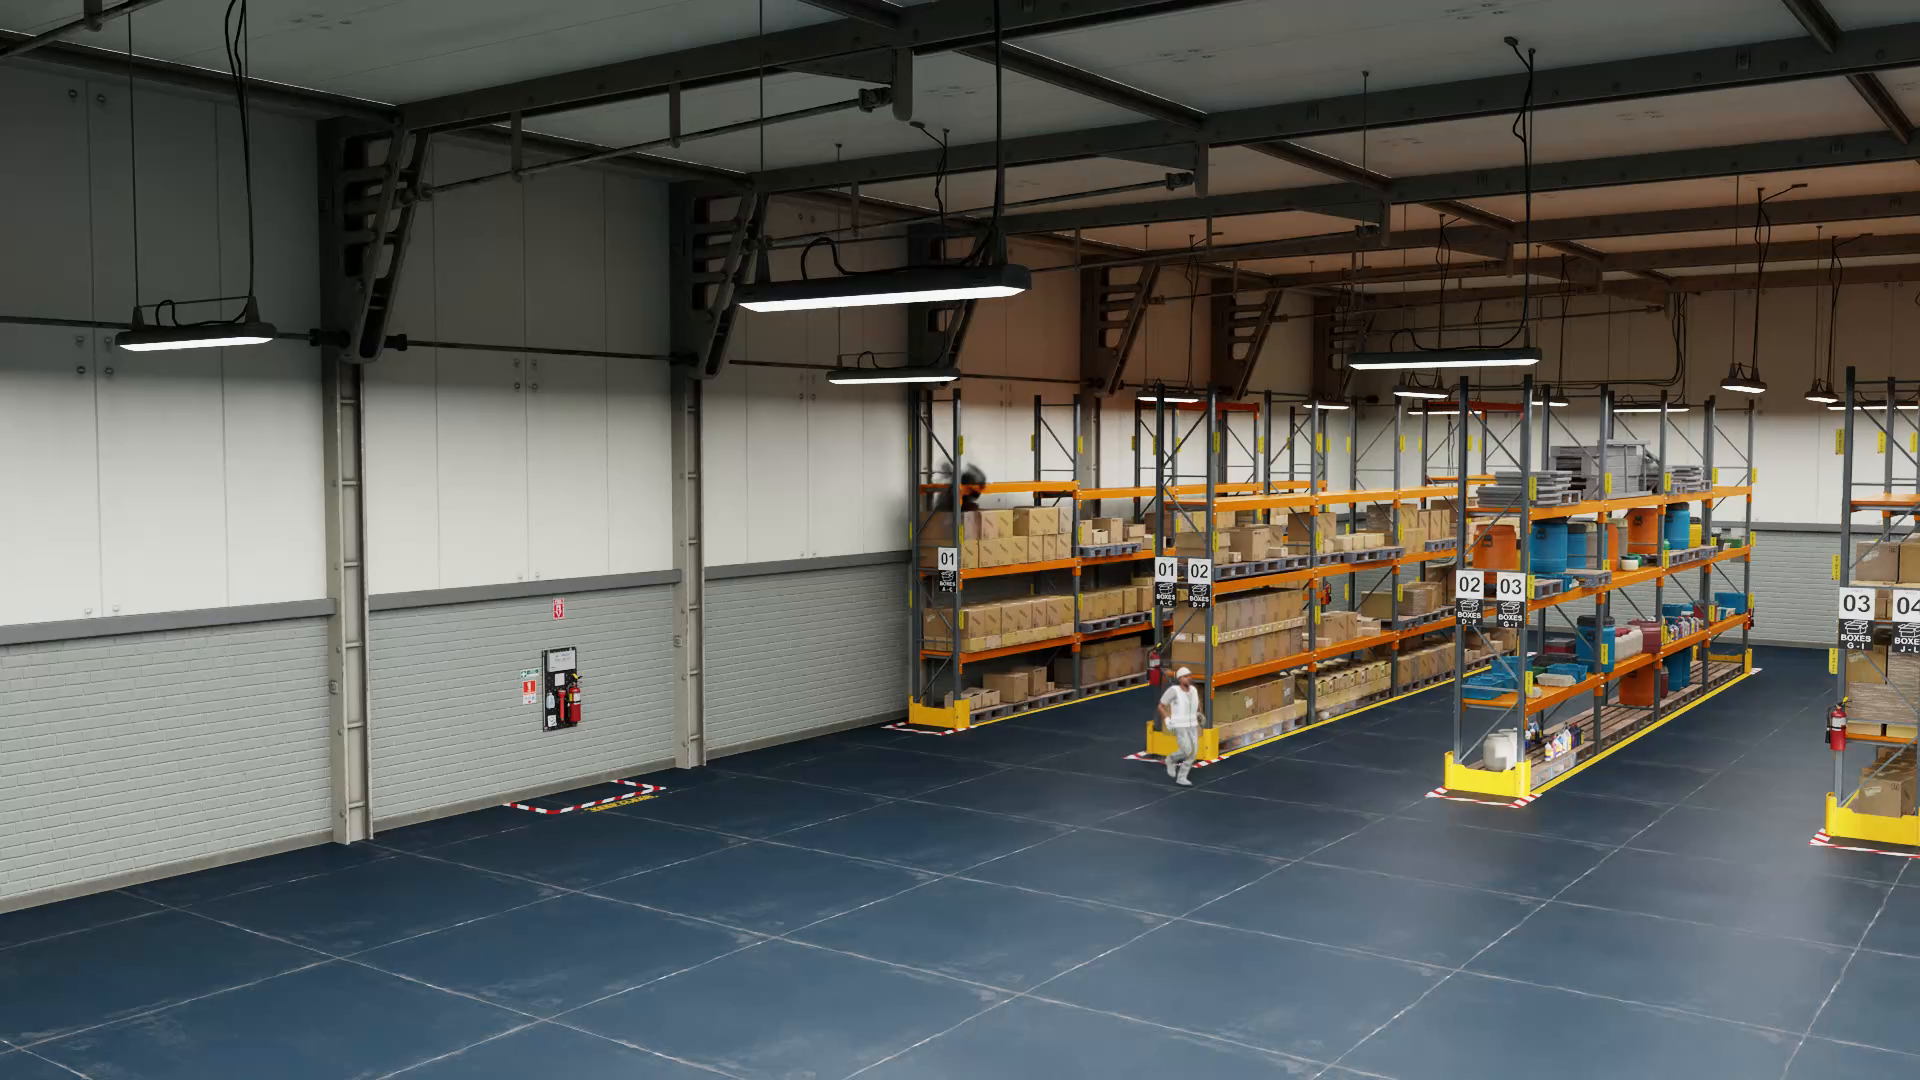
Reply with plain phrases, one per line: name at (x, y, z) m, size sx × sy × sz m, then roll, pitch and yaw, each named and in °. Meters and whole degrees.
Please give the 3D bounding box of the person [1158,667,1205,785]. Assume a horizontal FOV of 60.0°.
person at (3.306, 2.740, 24.437) m, size 0.693 × 1.734 × 0.596 m, roll -2°, pitch 4°, yaw -31°
